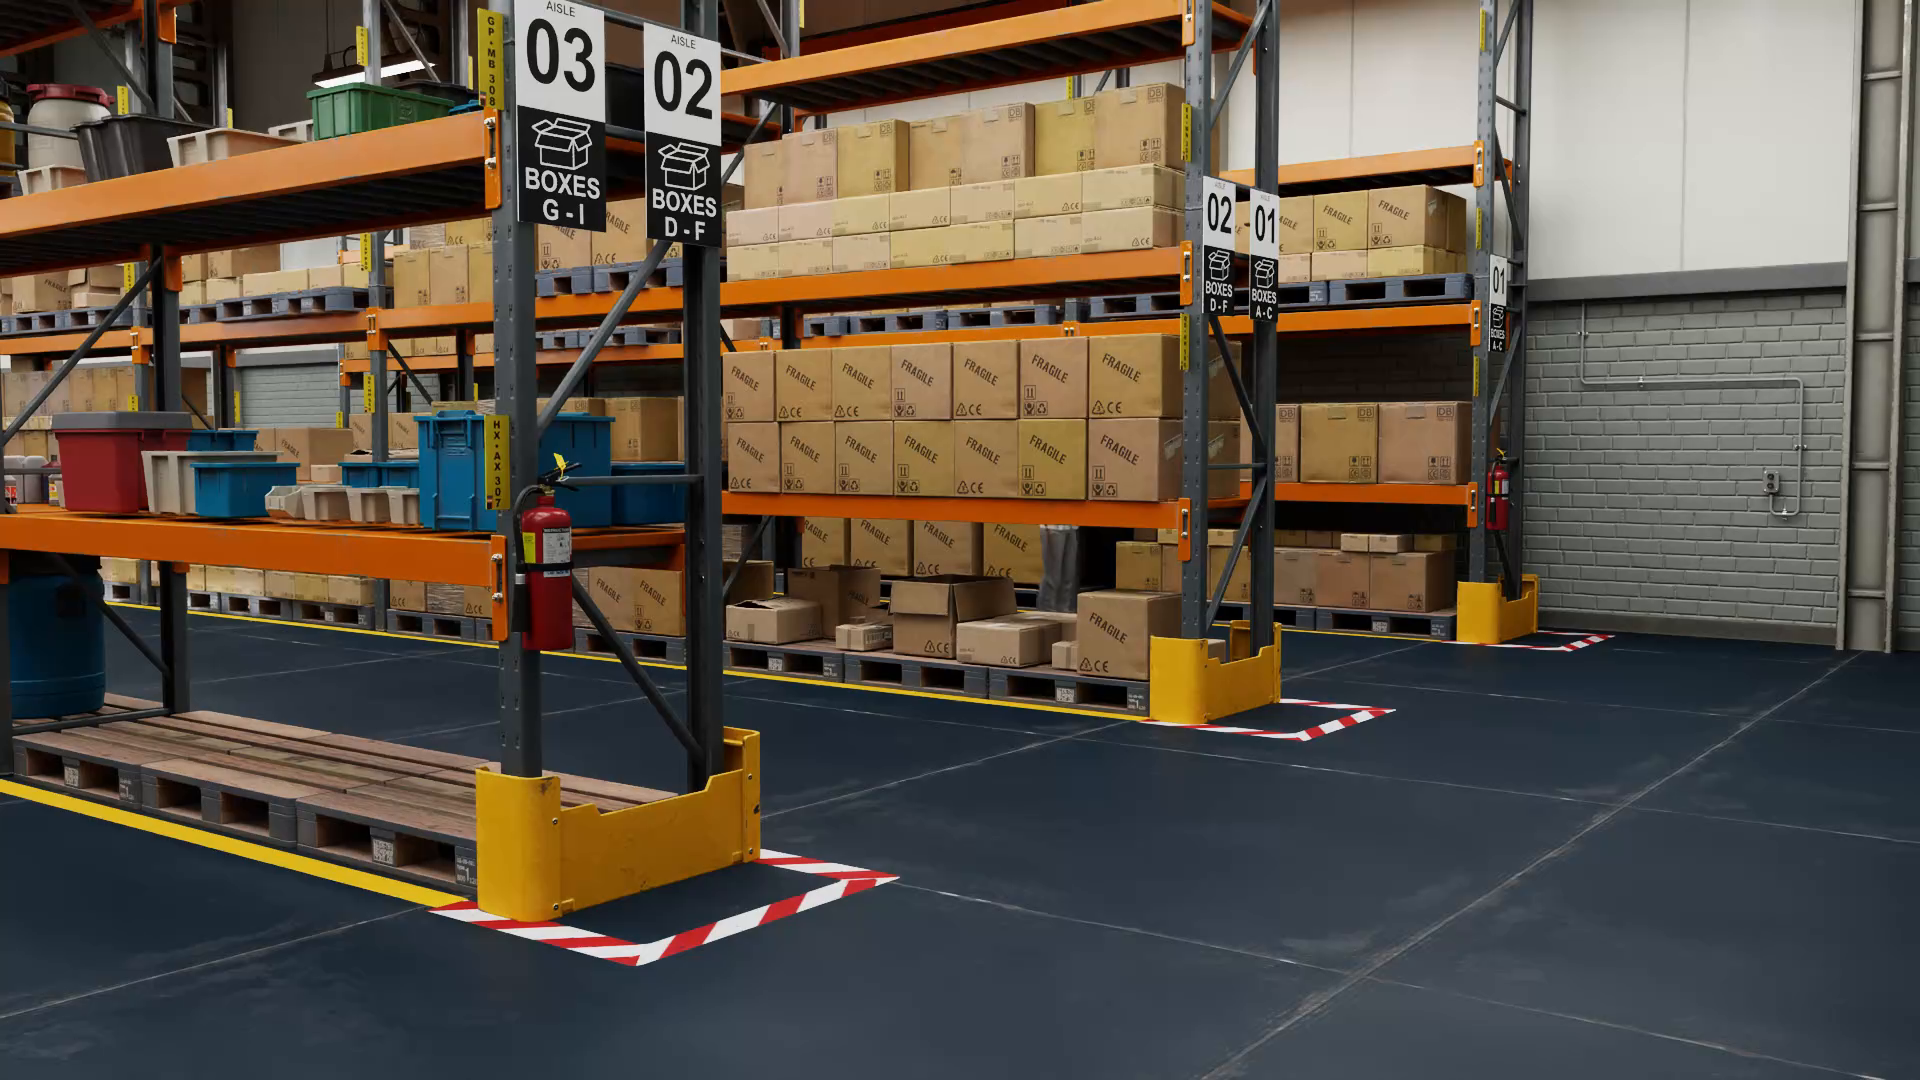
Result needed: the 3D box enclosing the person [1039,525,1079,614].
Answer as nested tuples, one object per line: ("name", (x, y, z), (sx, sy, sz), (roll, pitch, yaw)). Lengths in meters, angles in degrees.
("person", (0.915, -0.061, 15.103), (0.339, 1.678, 0.436), (3, 4, 37))
